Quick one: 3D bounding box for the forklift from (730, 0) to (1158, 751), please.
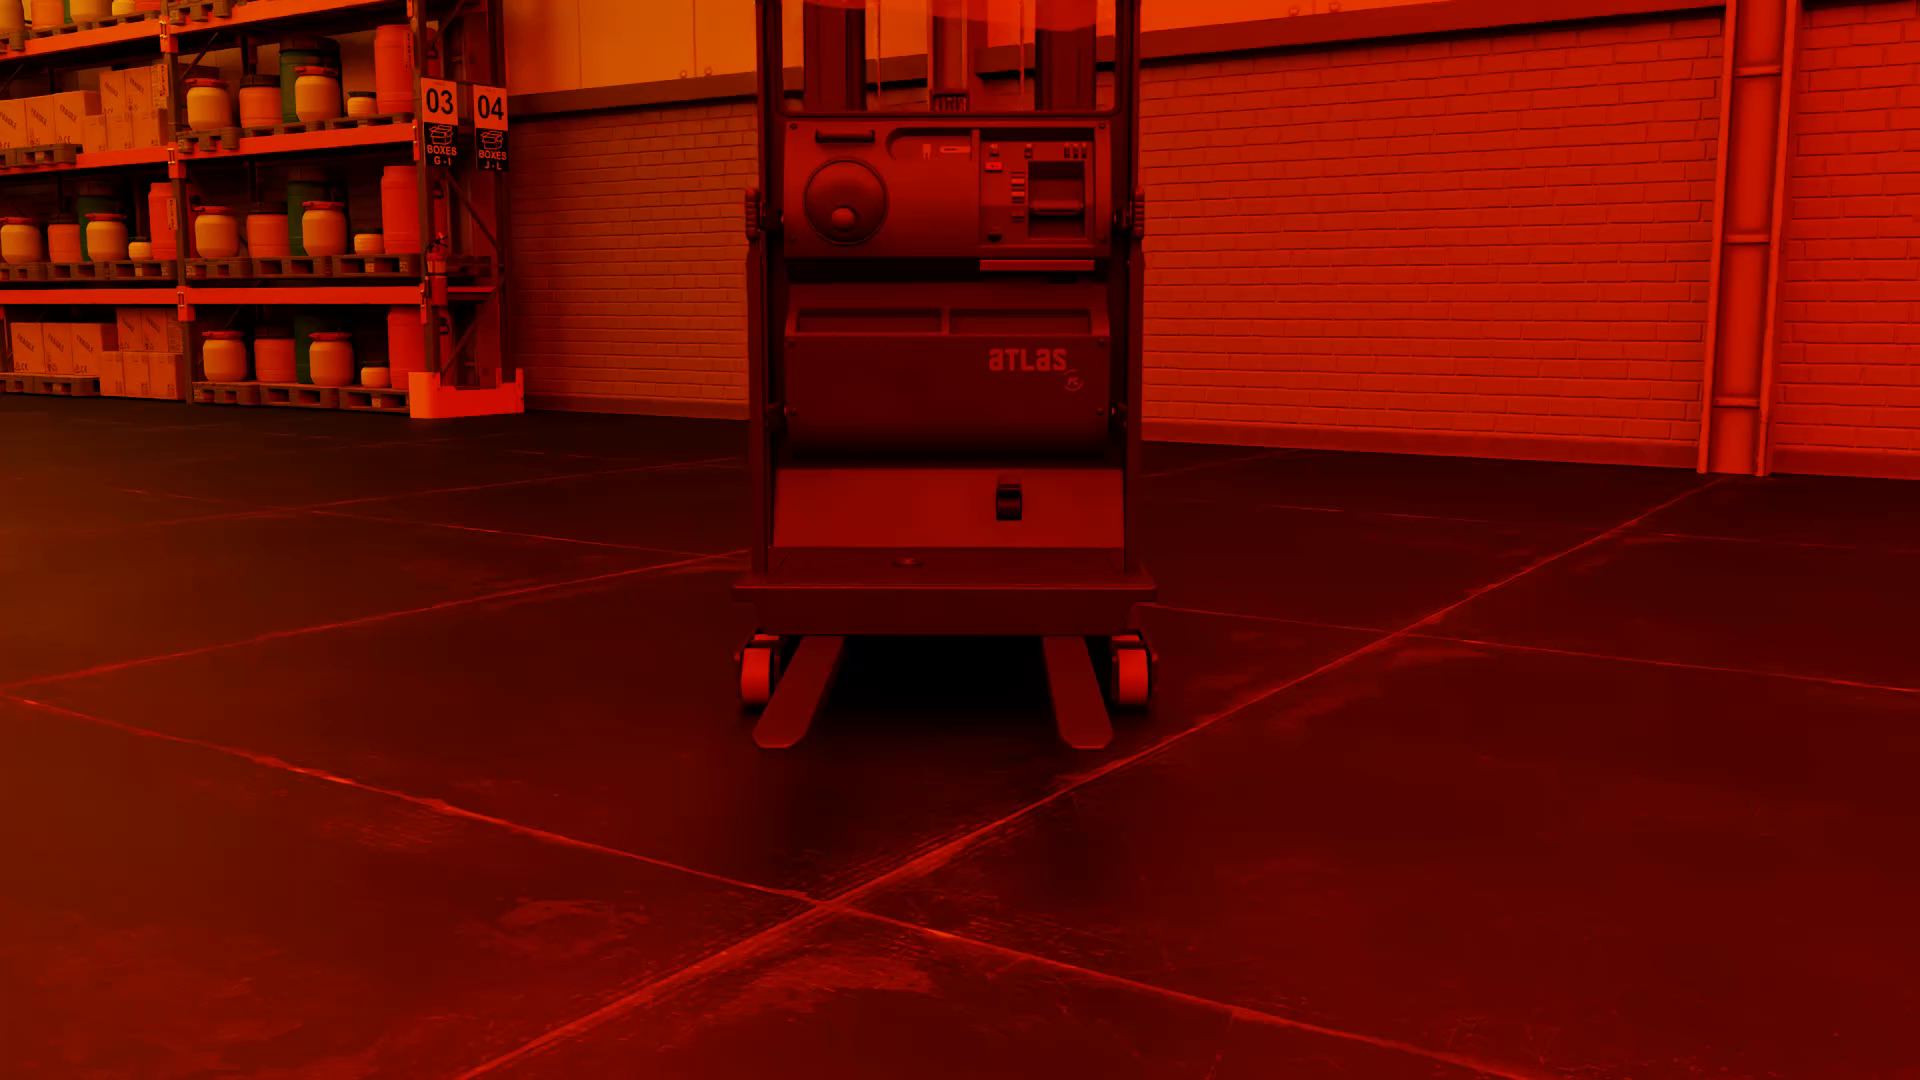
[{"bbox_3d":[-0.036,-1.043,4.530,1.130,2.935,3.031,0,8,1],"label":"forklift"}]
